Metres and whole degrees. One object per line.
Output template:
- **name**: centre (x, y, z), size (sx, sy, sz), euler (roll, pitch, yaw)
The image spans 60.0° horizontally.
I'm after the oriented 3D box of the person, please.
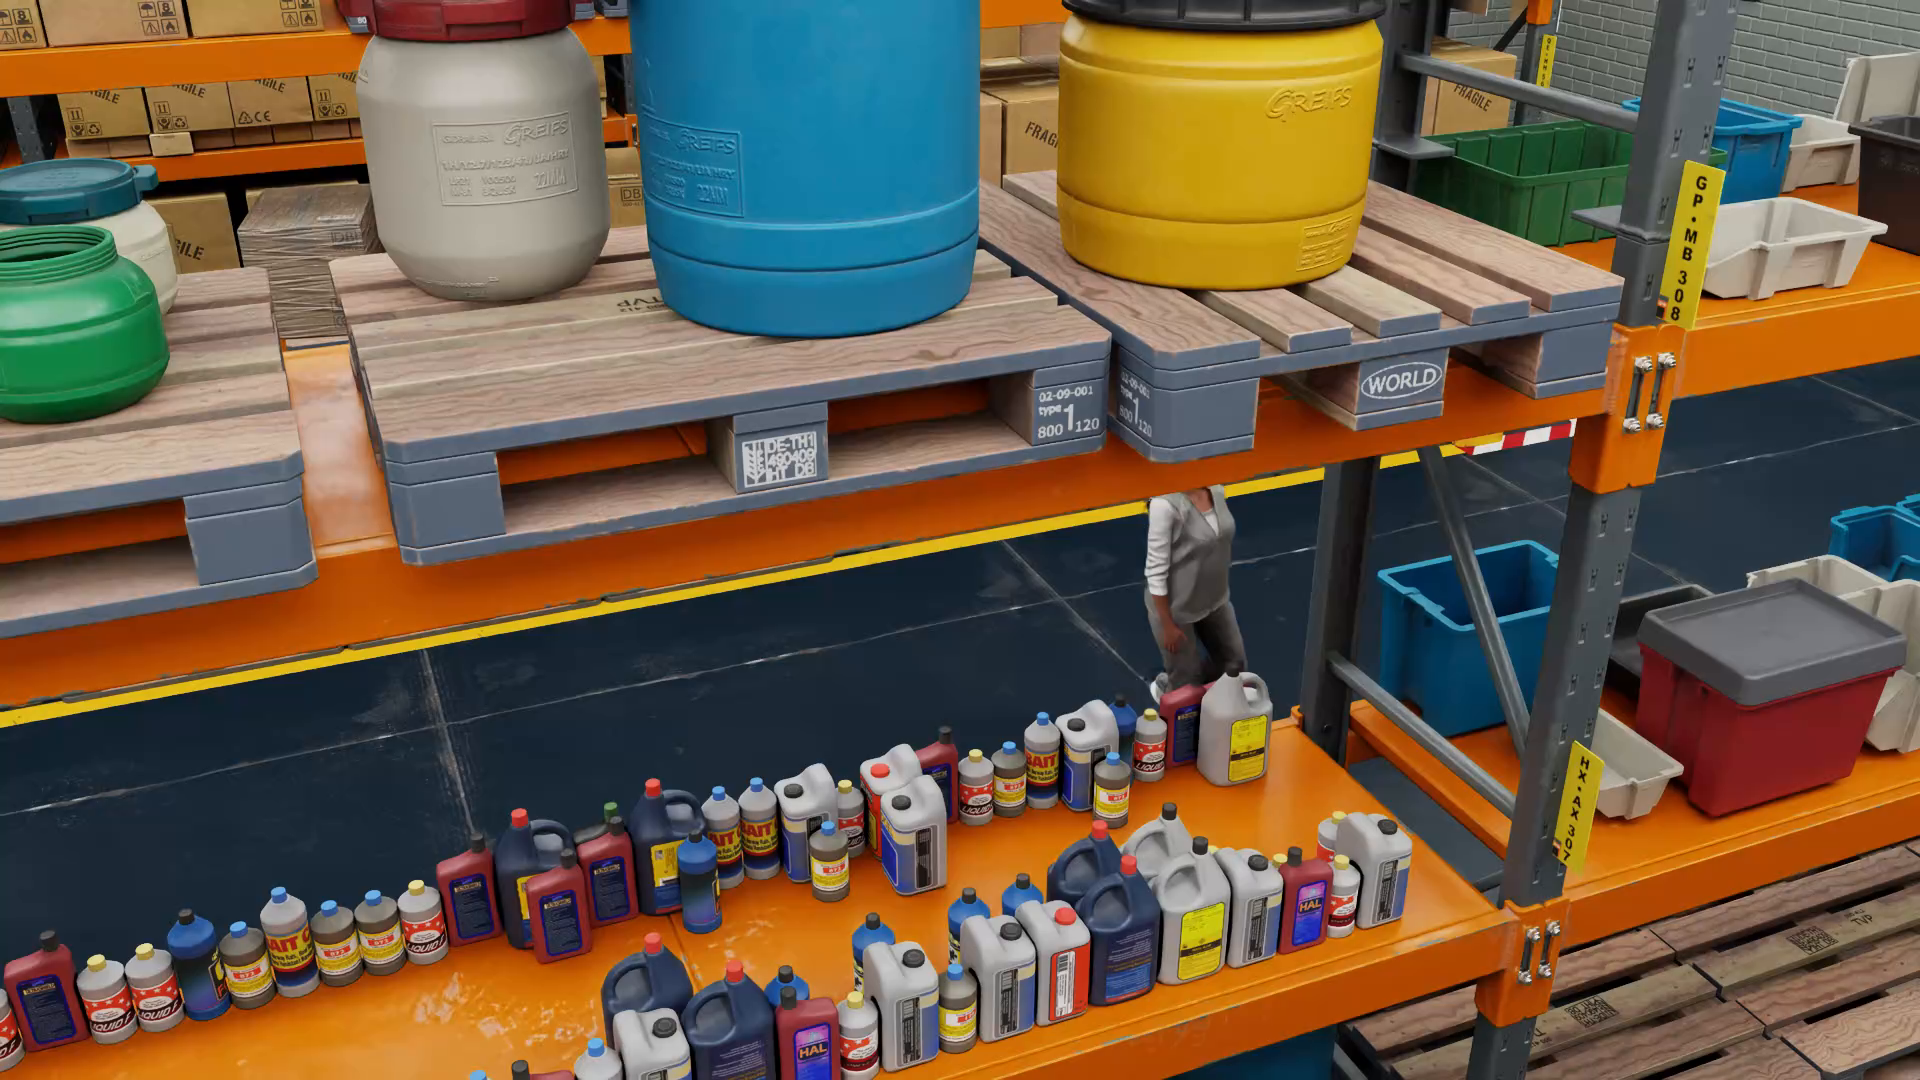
- **person**: centre (0.869, 0.253, 6.576), size (0.464, 1.596, 0.464), euler (-21, 33, -36)
